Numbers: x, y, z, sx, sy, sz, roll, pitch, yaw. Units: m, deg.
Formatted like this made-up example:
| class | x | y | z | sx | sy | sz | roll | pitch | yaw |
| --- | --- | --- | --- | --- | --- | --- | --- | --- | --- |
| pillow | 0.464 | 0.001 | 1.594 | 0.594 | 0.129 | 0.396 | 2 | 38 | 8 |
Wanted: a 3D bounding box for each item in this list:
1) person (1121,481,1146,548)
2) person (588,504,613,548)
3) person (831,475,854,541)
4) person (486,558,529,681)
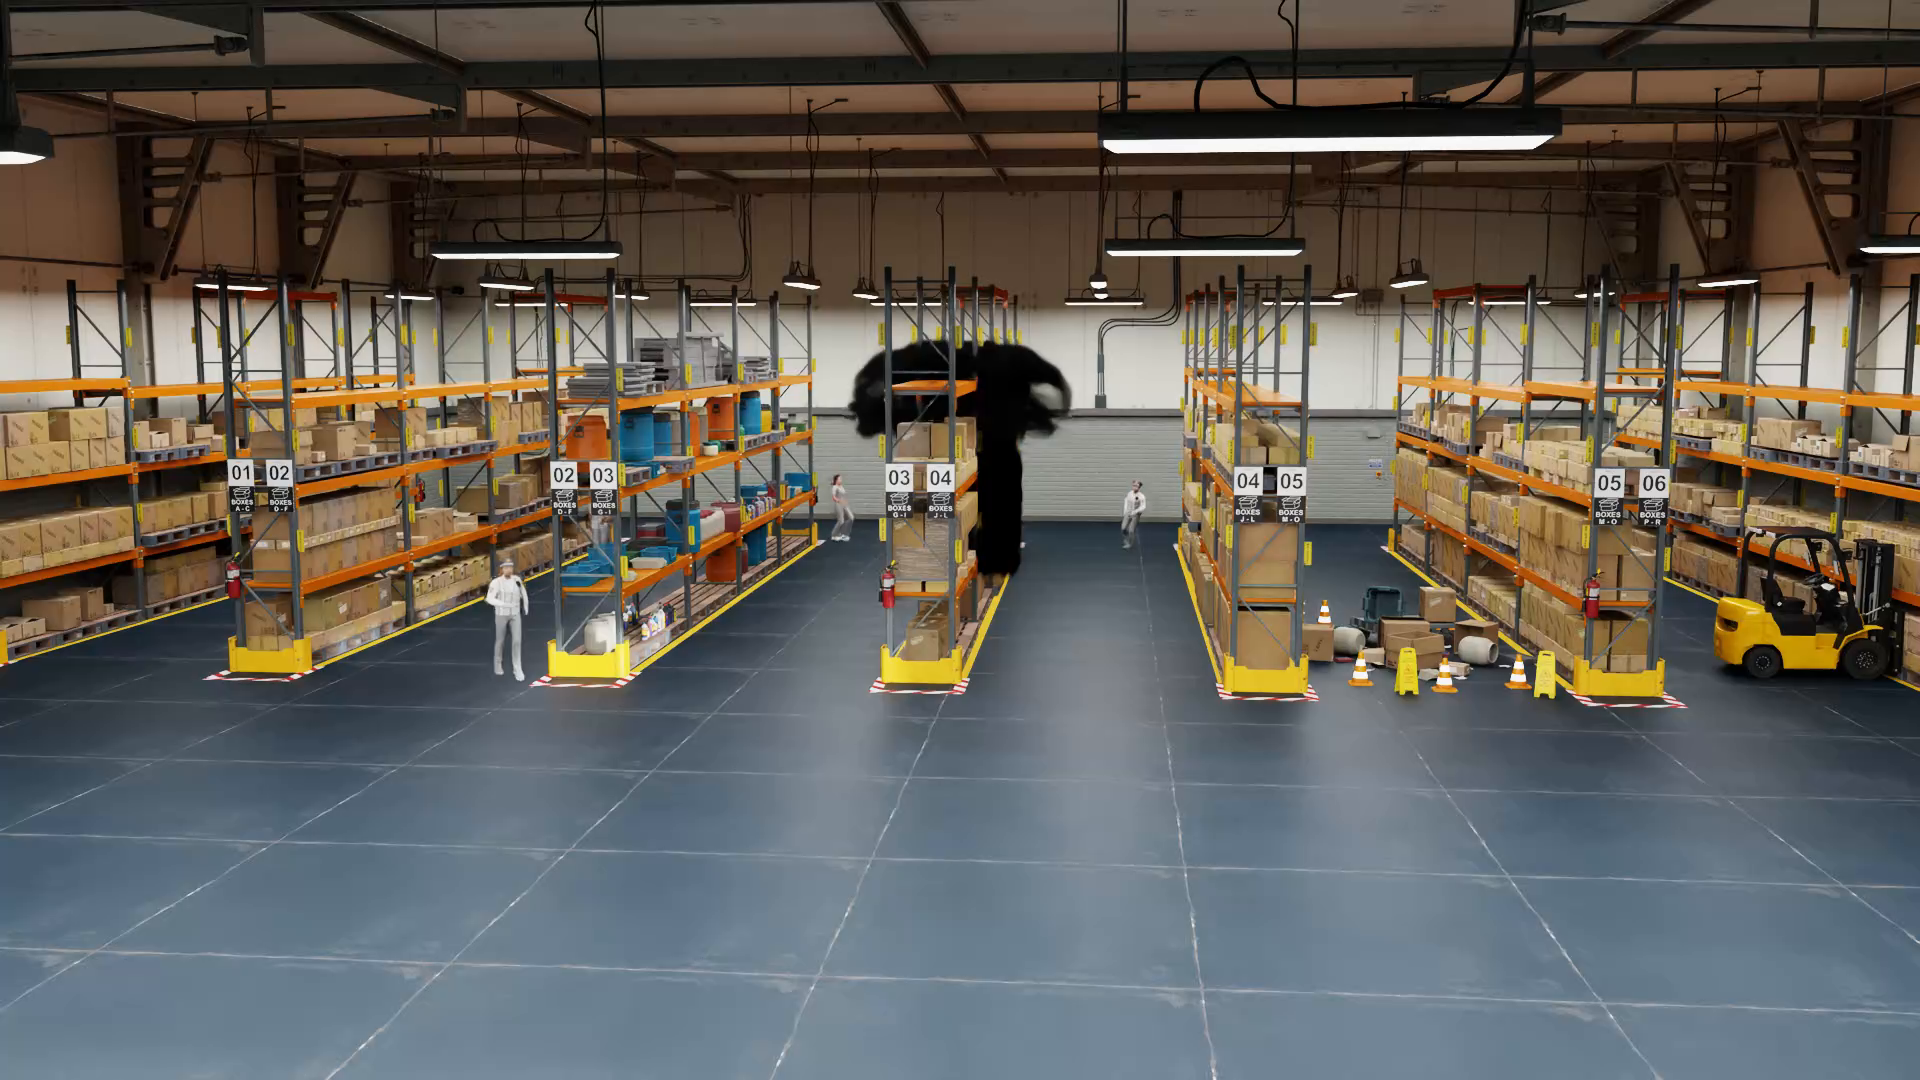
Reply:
| class | x | y | z | sx | sy | sz | roll | pitch | yaw |
| --- | --- | --- | --- | --- | --- | --- | --- | --- | --- |
| person | 4.108 | -0.602 | 39.486 | 0.650 | 1.635 | 0.507 | 4 | 8 | 31 |
| person | -7.364 | -0.212 | 33.987 | 0.561 | 1.702 | 0.573 | 0 | 7 | 1 |
| person | -2.934 | -0.780 | 41.049 | 0.582 | 1.678 | 0.605 | 3 | 8 | 26 |
| person | -6.451 | 1.097 | 23.744 | 0.630 | 1.730 | 0.819 | -4 | 8 | -32 |
